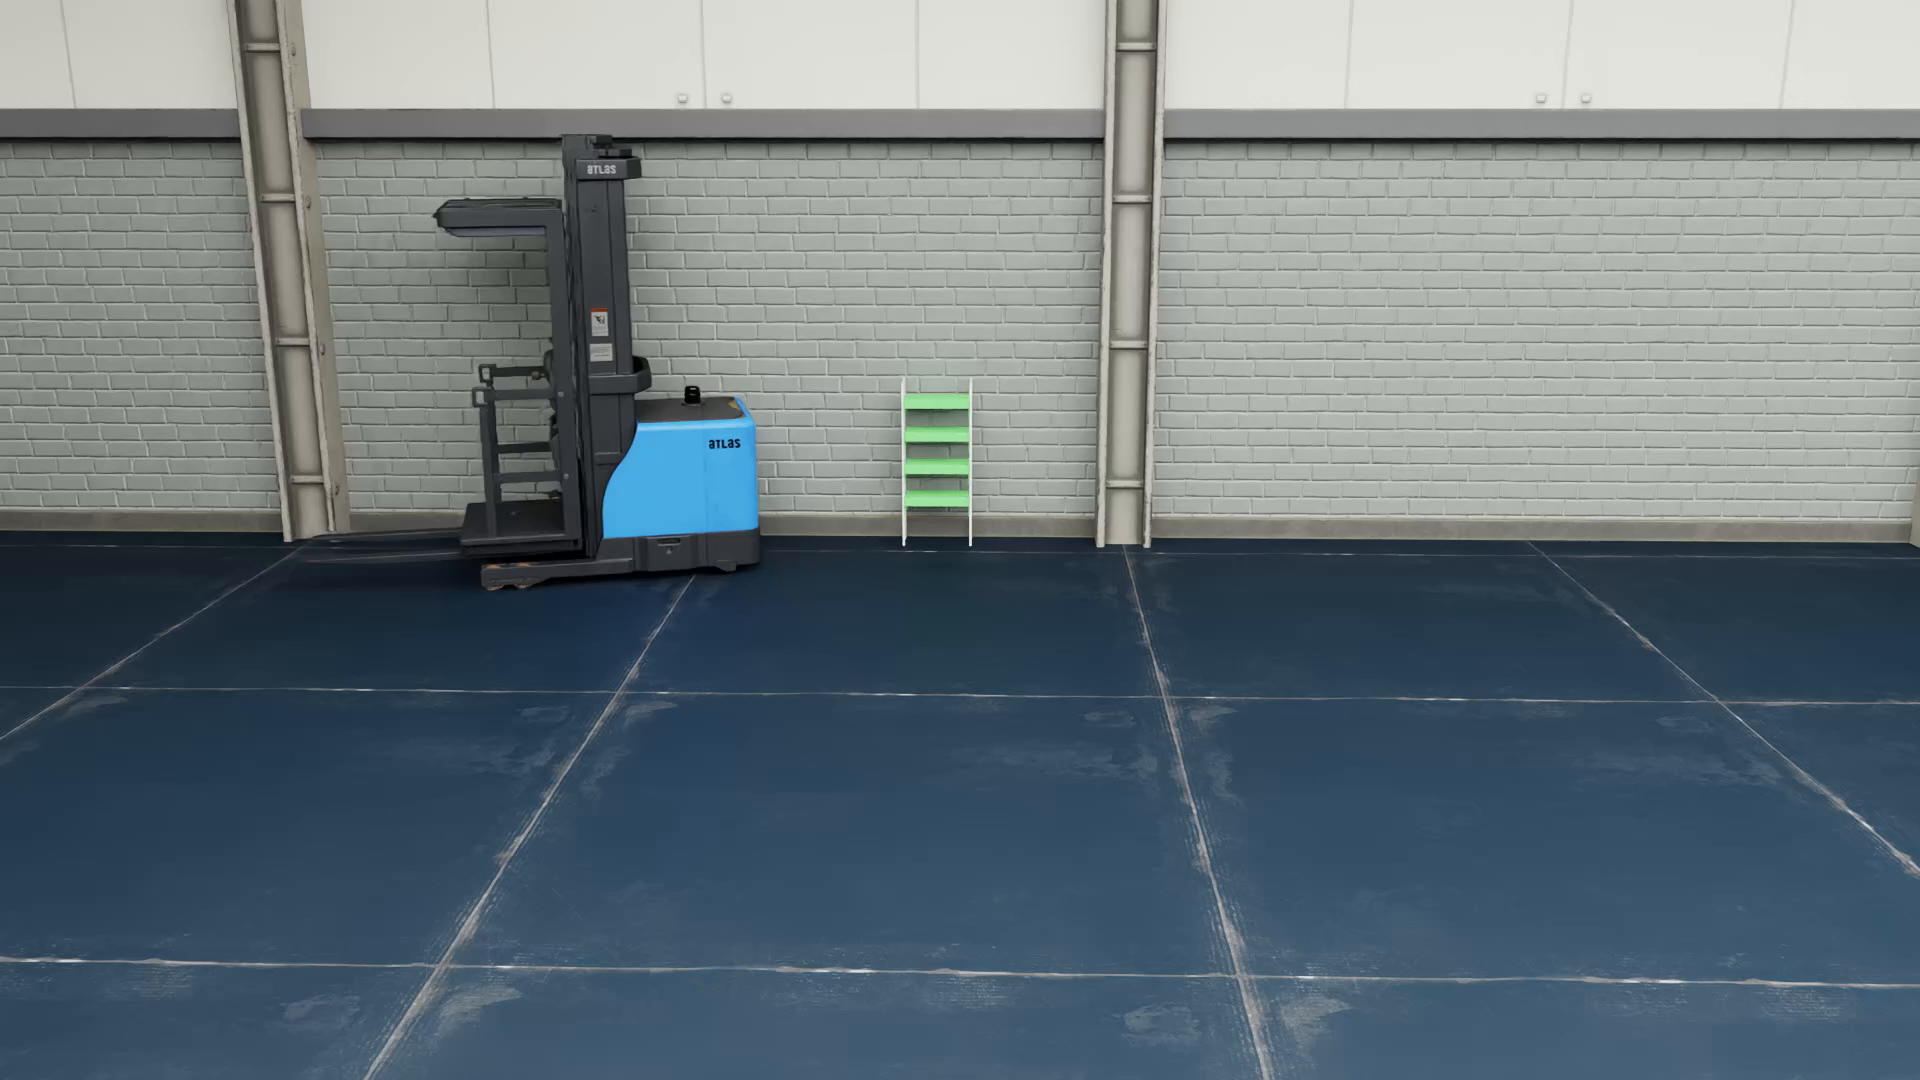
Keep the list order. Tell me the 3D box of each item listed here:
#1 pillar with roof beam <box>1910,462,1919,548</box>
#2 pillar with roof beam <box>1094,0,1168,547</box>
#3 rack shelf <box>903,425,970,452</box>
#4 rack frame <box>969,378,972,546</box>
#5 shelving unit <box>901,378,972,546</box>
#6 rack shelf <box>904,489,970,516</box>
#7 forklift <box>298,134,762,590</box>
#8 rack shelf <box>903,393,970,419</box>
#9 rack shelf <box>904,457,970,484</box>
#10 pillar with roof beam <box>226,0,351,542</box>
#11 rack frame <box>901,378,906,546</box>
[{"bbox_3d":[7.087,-3.201,6.833,0.400,9.000,9.100,0,15,1],"label":"pillar with roof beam"},{"bbox_3d":[1.089,-3.240,6.981,0.400,9.000,9.100,0,15,1],"label":"pillar with roof beam"},{"bbox_3d":[-0.166,-0.740,12.099,0.480,0.148,0.258,0,15,1],"label":"rack shelf"},{"bbox_3d":[0.078,-0.568,12.140,0.015,1.200,0.240,0,15,1],"label":"rack frame"},{"bbox_3d":[-0.166,-0.569,12.144,0.503,1.200,0.258,0,15,1],"label":"shelving unit"},{"bbox_3d":[-0.166,-0.275,12.220,0.480,0.148,0.258,0,15,1],"label":"rack shelf"},{"bbox_3d":[-2.949,-1.230,11.255,3.031,2.935,1.130,-3,15,-13],"label":"forklift"},{"bbox_3d":[-0.166,-0.972,12.039,0.480,0.148,0.258,0,15,1],"label":"rack shelf"},{"bbox_3d":[-0.166,-0.508,12.160,0.480,0.148,0.258,0,15,1],"label":"rack shelf"},{"bbox_3d":[-4.909,-3.279,7.129,0.400,9.000,9.100,0,15,1],"label":"pillar with roof beam"},{"bbox_3d":[-0.410,-0.570,12.147,0.015,1.200,0.240,0,15,1],"label":"rack frame"}]
